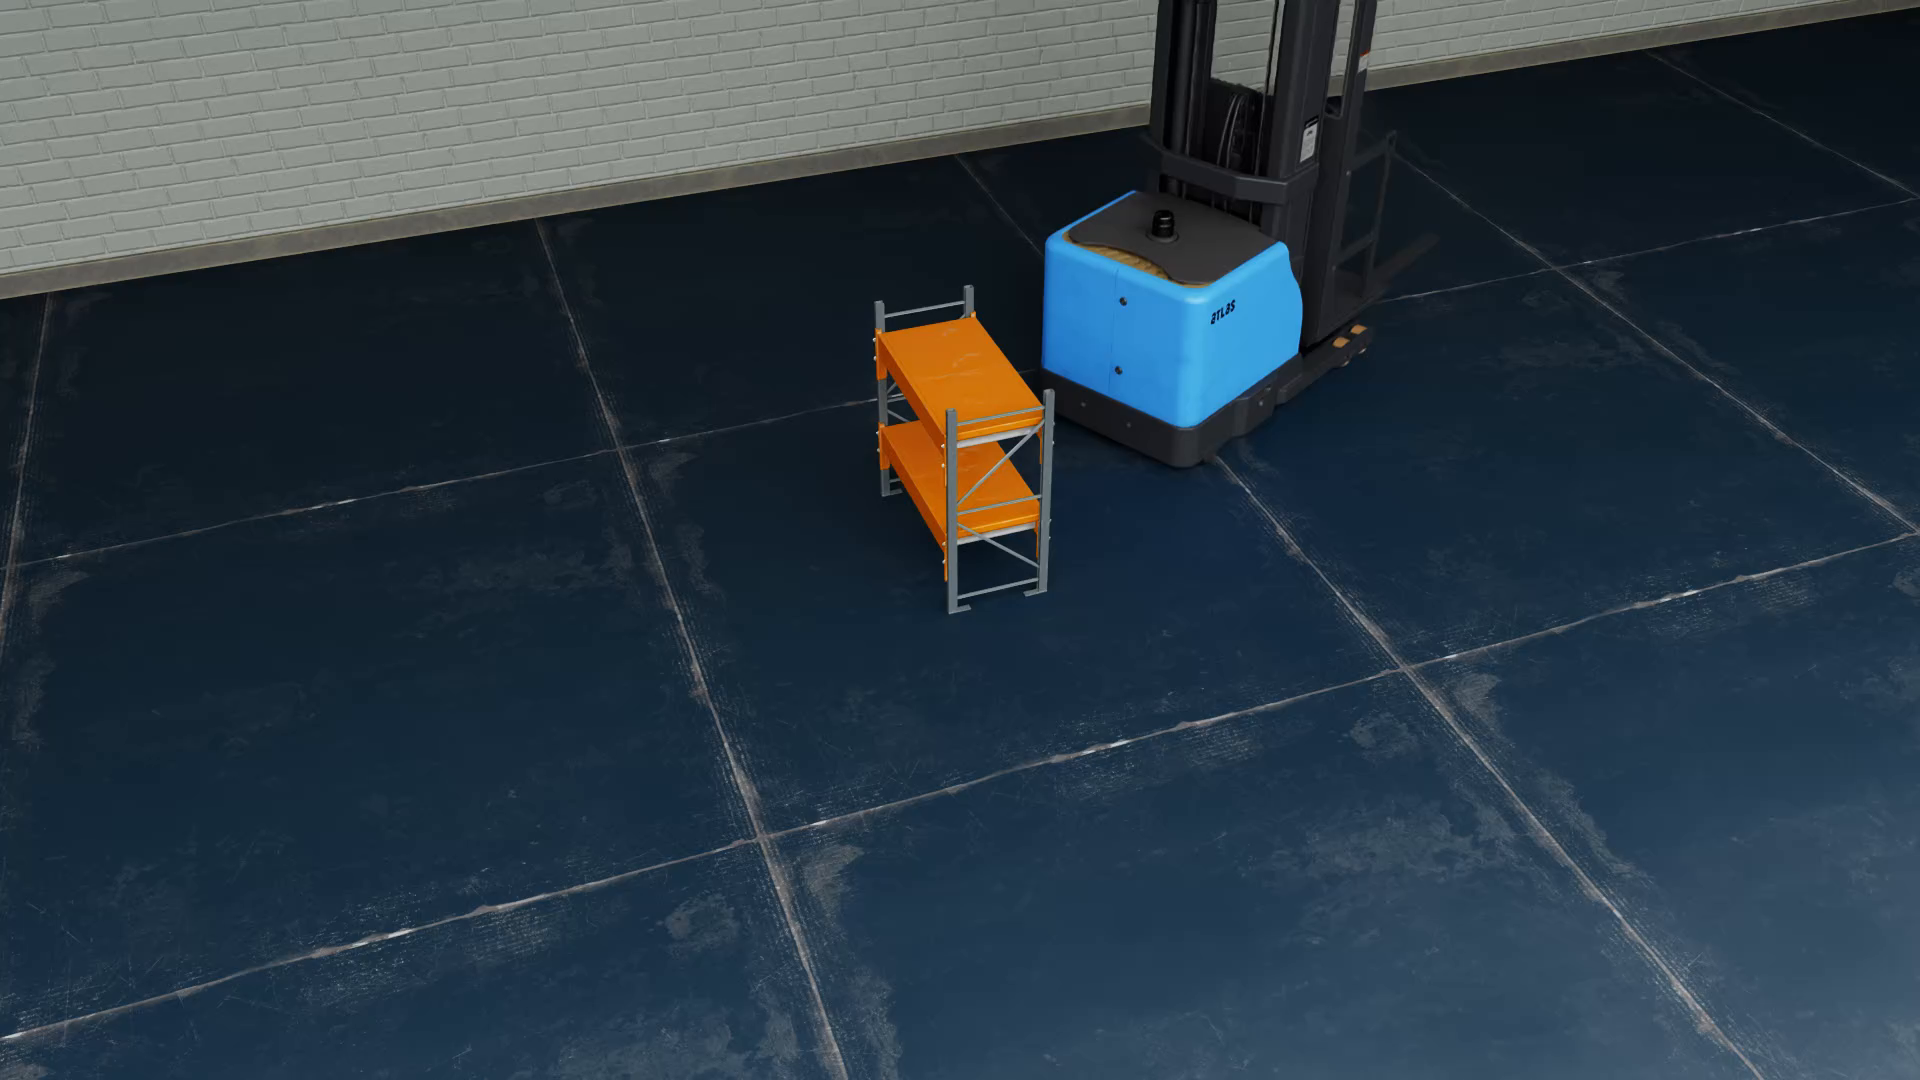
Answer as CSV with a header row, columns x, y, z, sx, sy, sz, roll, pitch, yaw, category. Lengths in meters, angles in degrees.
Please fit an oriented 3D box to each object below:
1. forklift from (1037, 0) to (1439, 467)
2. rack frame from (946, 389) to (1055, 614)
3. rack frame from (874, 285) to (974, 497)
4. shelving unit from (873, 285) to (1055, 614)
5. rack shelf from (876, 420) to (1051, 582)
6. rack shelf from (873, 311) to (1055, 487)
x,y,z,sx,sy,sz,roll,pitch,yaw,category
1.776,-2.359,9.006,1.130,2.935,3.031,28,45,32,forklift
0.177,-0.158,7.586,0.500,1.125,0.032,-12,39,-16,rack frame
-0.173,-0.733,8.348,0.500,1.125,0.032,-12,39,-16,rack frame
0.002,-0.445,7.967,0.538,1.125,1.048,-12,39,-16,shelving unit
0.002,-0.250,8.114,0.538,0.278,1.000,-12,39,-16,rack shelf
0.002,-0.679,7.791,0.538,0.278,1.000,-12,39,-16,rack shelf
